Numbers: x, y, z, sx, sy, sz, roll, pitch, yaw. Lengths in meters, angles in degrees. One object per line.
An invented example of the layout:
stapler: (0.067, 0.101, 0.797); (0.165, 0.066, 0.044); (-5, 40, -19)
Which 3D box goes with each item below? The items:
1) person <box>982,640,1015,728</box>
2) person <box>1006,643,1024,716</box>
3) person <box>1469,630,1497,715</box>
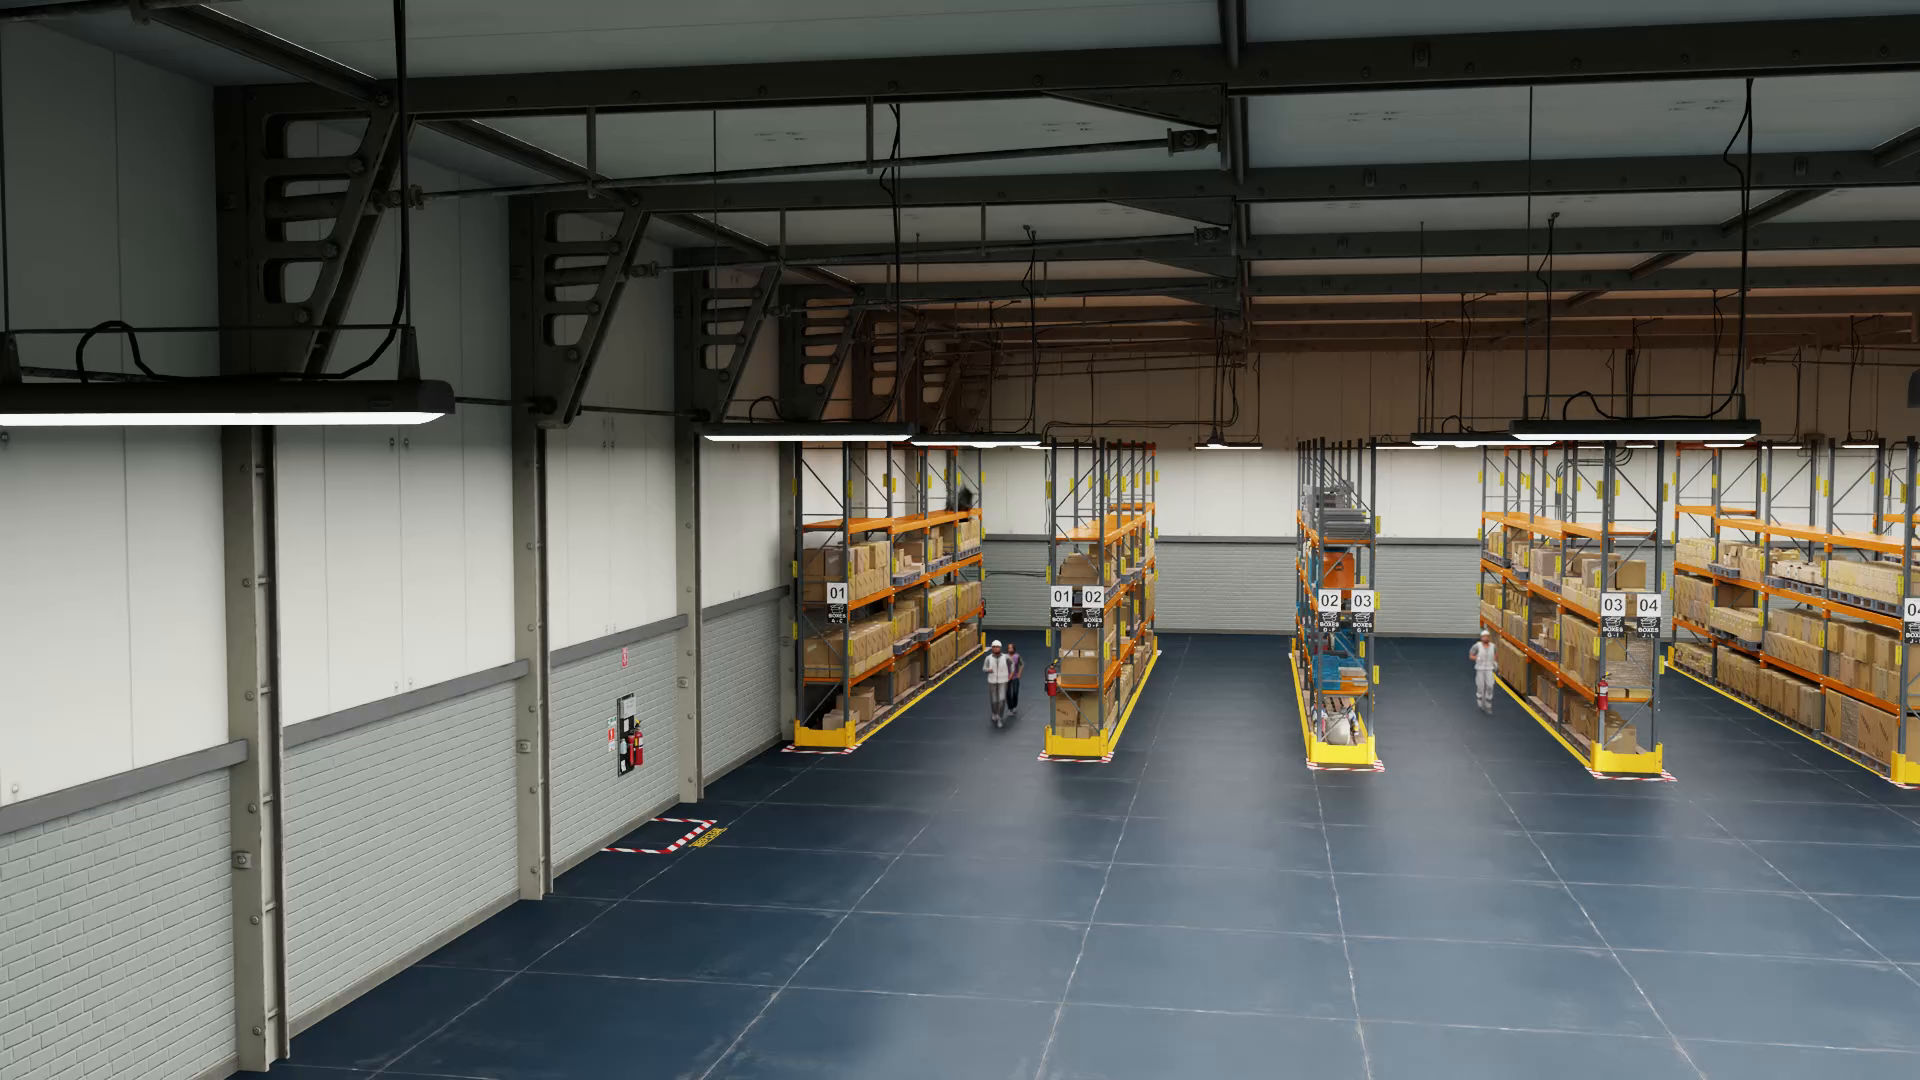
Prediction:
person: (0.799, 3.009, 34.883); (0.661, 1.809, 0.822); (0, 3, 7)
person: (1.120, 3.022, 35.972); (0.517, 1.575, 0.596); (0, 3, 5)
person: (11.517, 2.899, 36.572); (0.633, 1.840, 0.795); (1, 3, 10)
